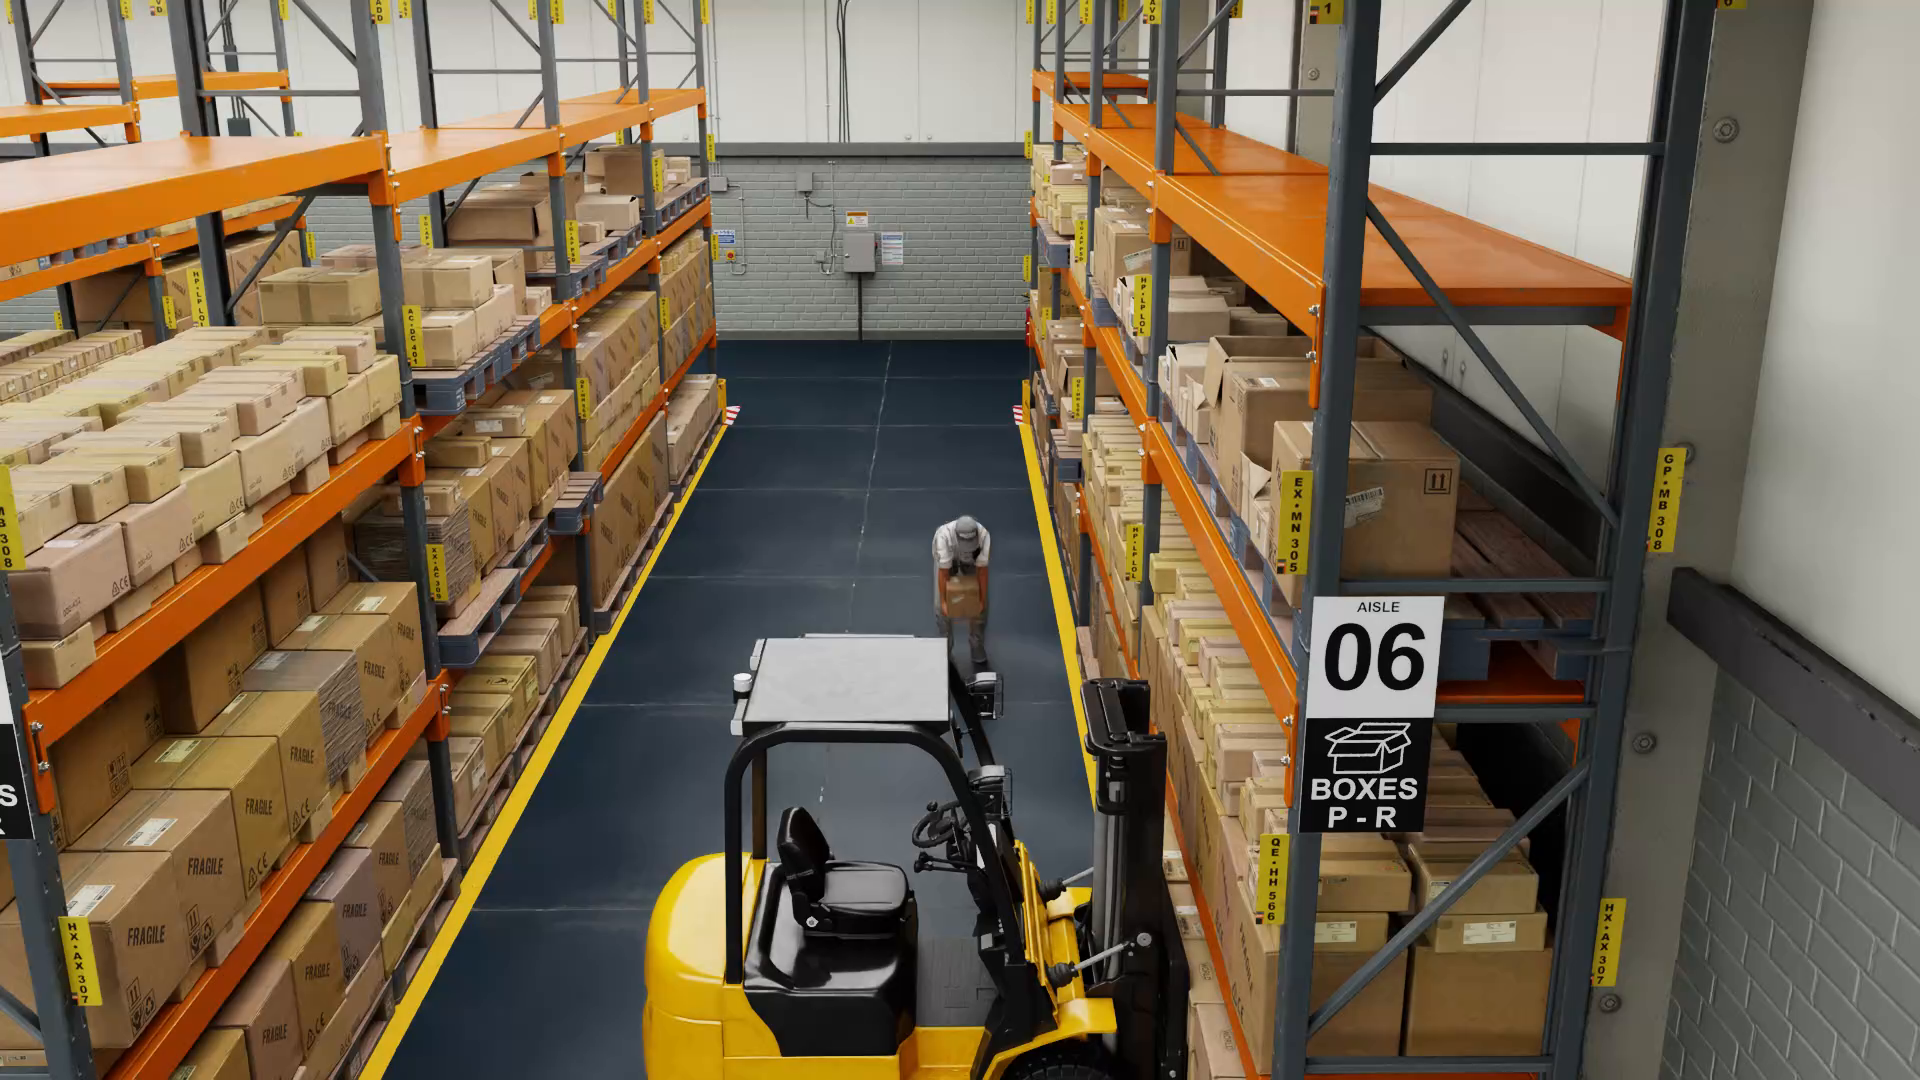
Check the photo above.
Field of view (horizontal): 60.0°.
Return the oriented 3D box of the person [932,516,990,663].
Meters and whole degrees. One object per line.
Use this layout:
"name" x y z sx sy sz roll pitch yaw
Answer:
"person" 0.022 0.362 12.968 0.453 1.323 0.875 -1 17 -4
